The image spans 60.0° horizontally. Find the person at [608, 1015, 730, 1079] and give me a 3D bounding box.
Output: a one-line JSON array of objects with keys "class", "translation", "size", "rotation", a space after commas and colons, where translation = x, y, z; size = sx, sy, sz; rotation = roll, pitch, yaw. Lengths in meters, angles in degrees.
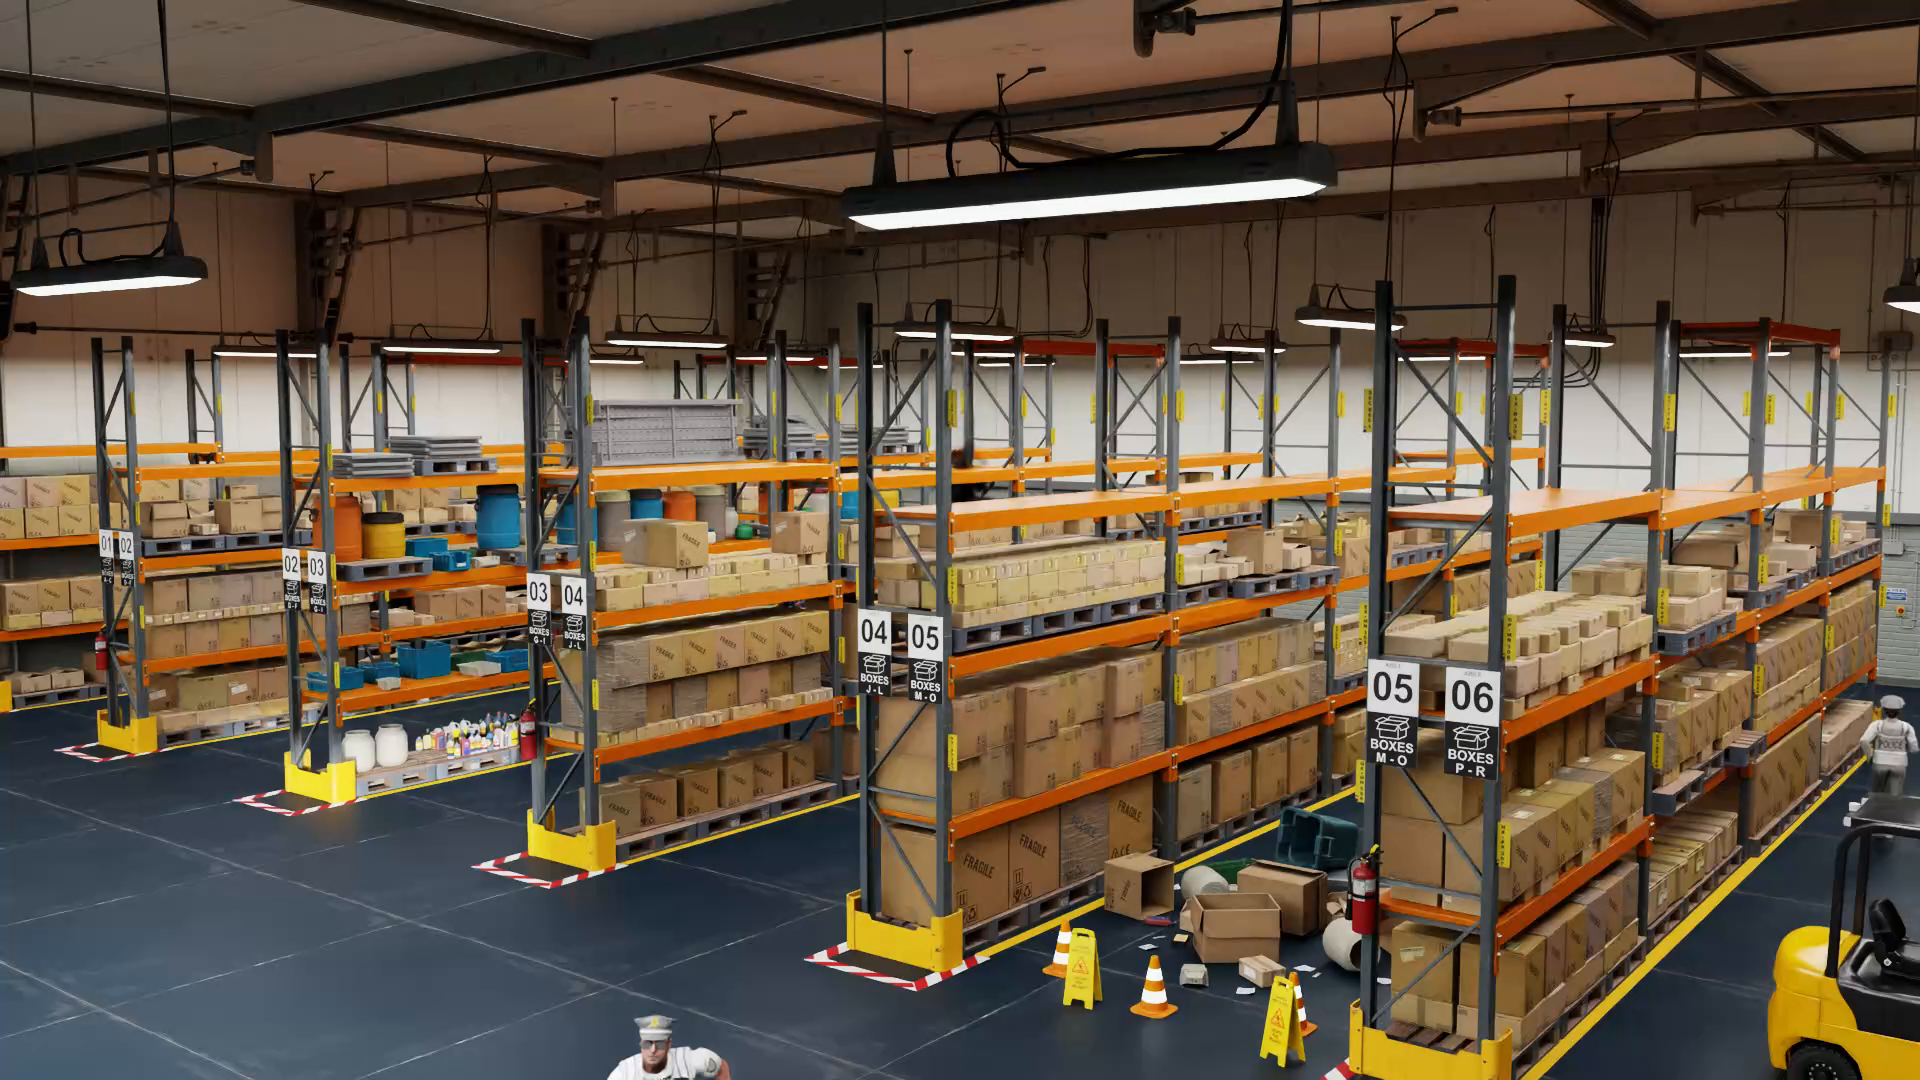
[{"class": "person", "translation": [-1.651, 3.479, 9.327], "size": [0.693, 1.781, 0.835], "rotation": [0, 5, -2]}]

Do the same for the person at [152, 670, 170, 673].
[{"class": "person", "translation": [-12.963, 2.056, 26.668], "size": [0.645, 1.619, 0.623], "rotation": [2, 5, 19]}]

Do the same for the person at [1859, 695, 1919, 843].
[{"class": "person", "translation": [10.677, 2.652, 19.124], "size": [0.596, 1.735, 0.720], "rotation": [3, 6, 32]}]
